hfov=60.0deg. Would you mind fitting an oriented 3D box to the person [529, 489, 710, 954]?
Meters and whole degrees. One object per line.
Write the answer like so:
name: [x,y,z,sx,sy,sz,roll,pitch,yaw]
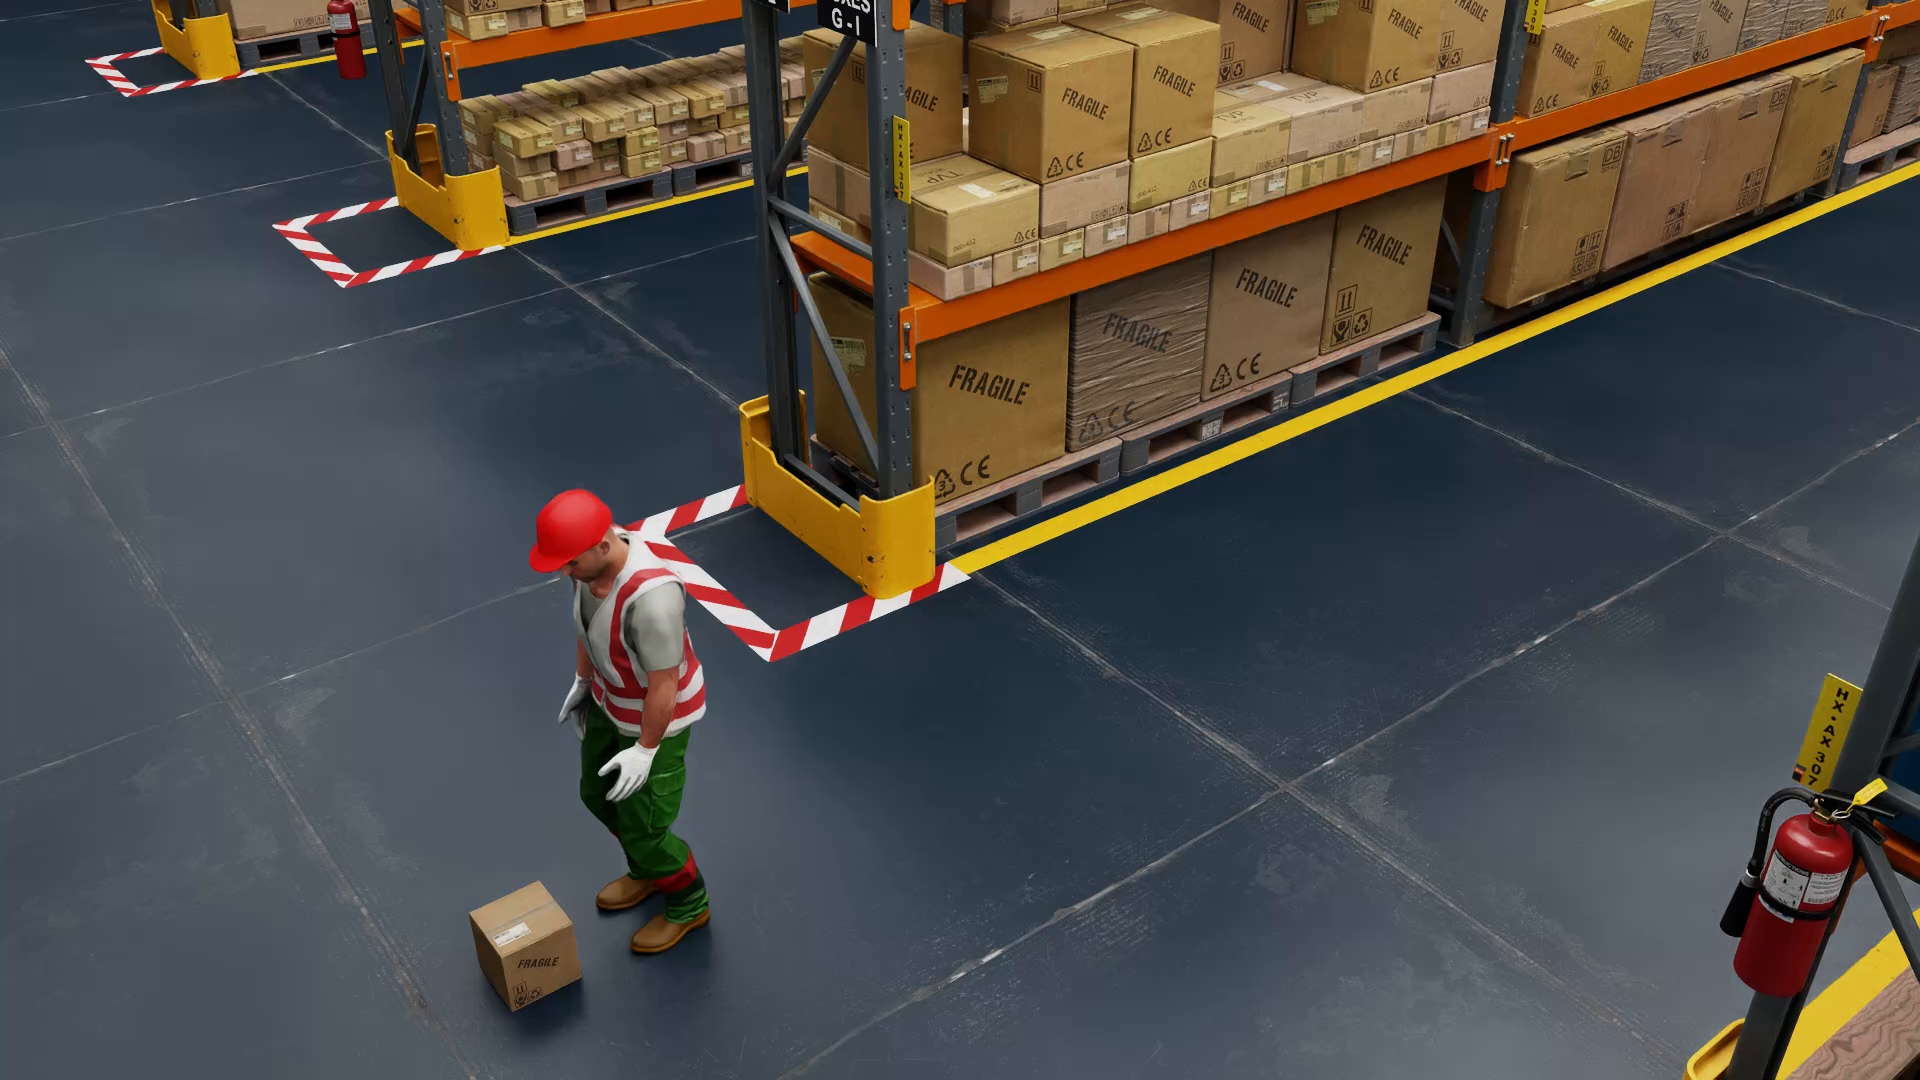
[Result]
person: [-1.045,0.569,5.262,0.477,1.724,0.547,-21,38,-30]
